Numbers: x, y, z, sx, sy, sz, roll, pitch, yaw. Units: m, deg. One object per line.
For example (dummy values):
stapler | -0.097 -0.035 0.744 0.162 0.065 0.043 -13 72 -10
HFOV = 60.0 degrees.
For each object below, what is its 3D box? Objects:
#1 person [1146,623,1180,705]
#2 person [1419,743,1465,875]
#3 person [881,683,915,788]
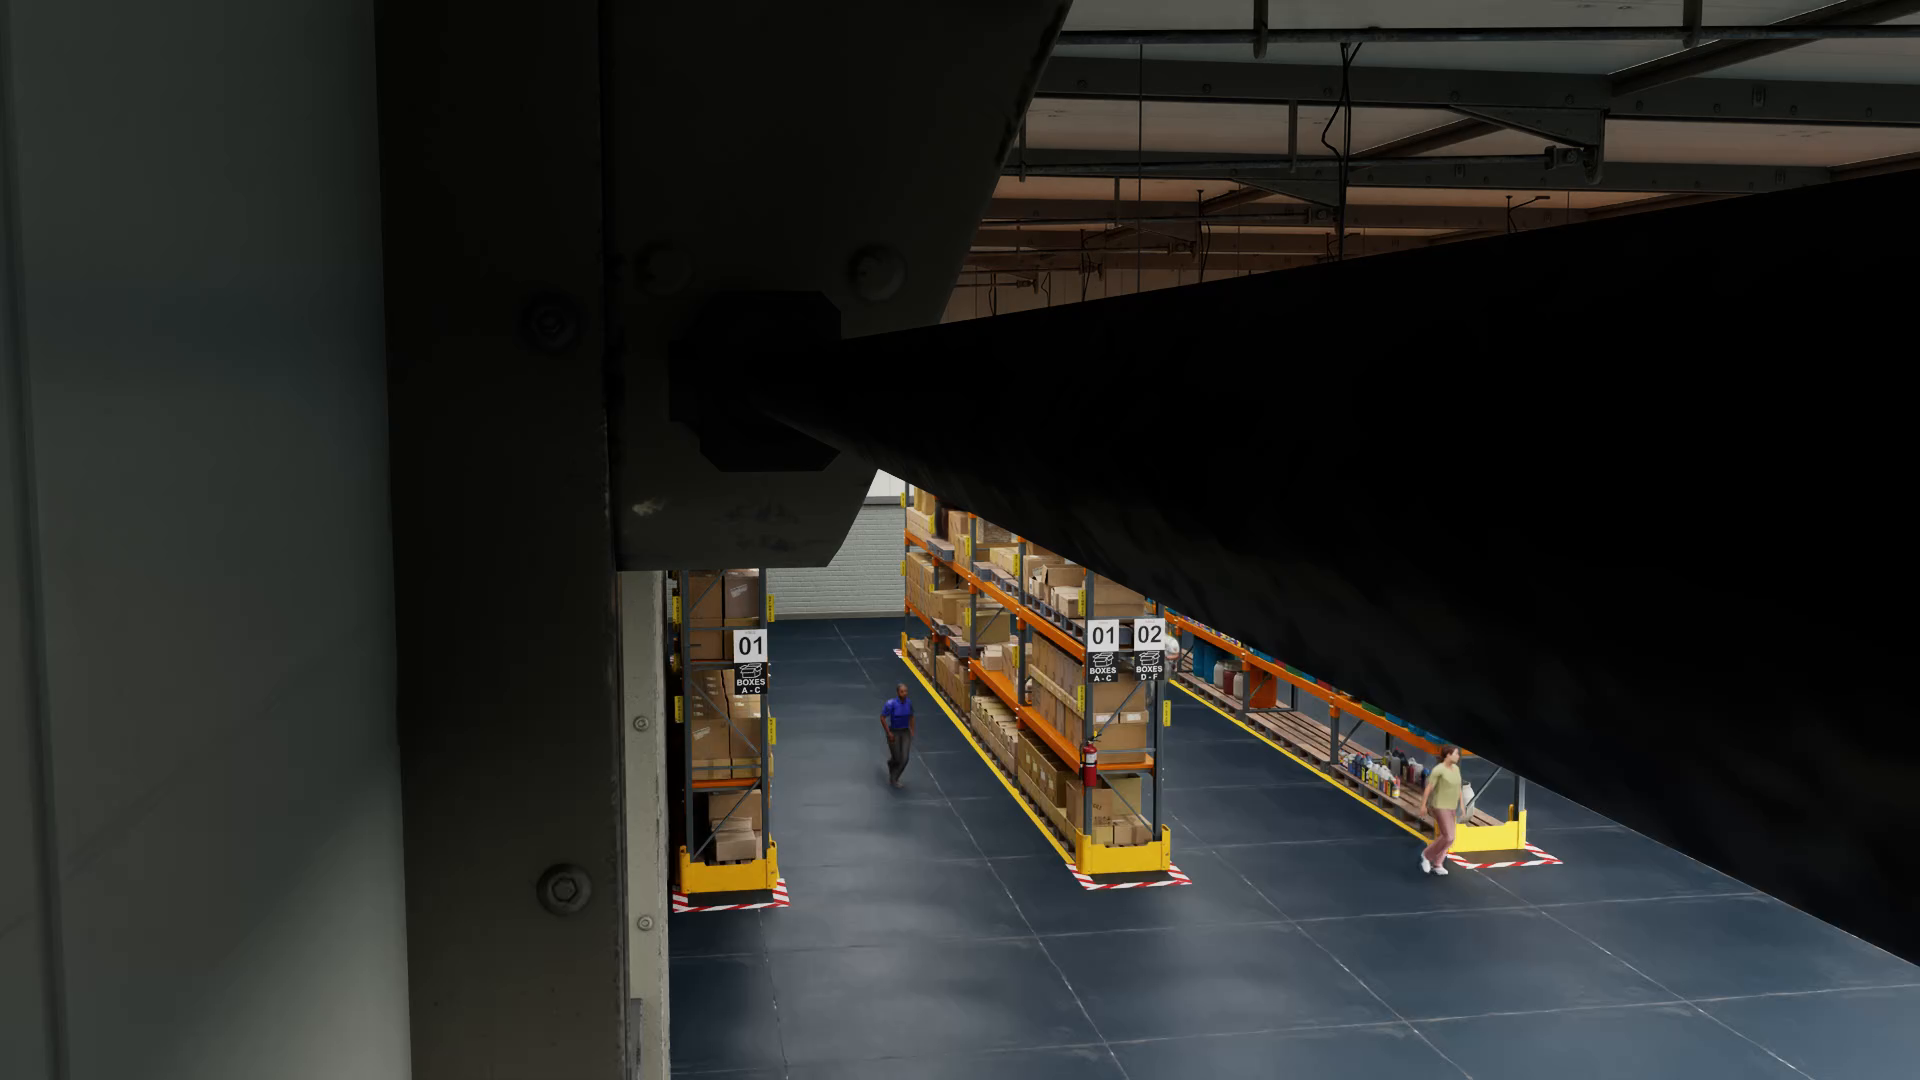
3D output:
person | 3.707 2.331 30.695 0.782 1.719 0.671 2 6 23
person | 6.038 3.346 20.712 0.517 1.656 0.472 -5 8 -38
person | -0.954 2.939 25.186 0.572 1.599 0.529 -3 7 -26
